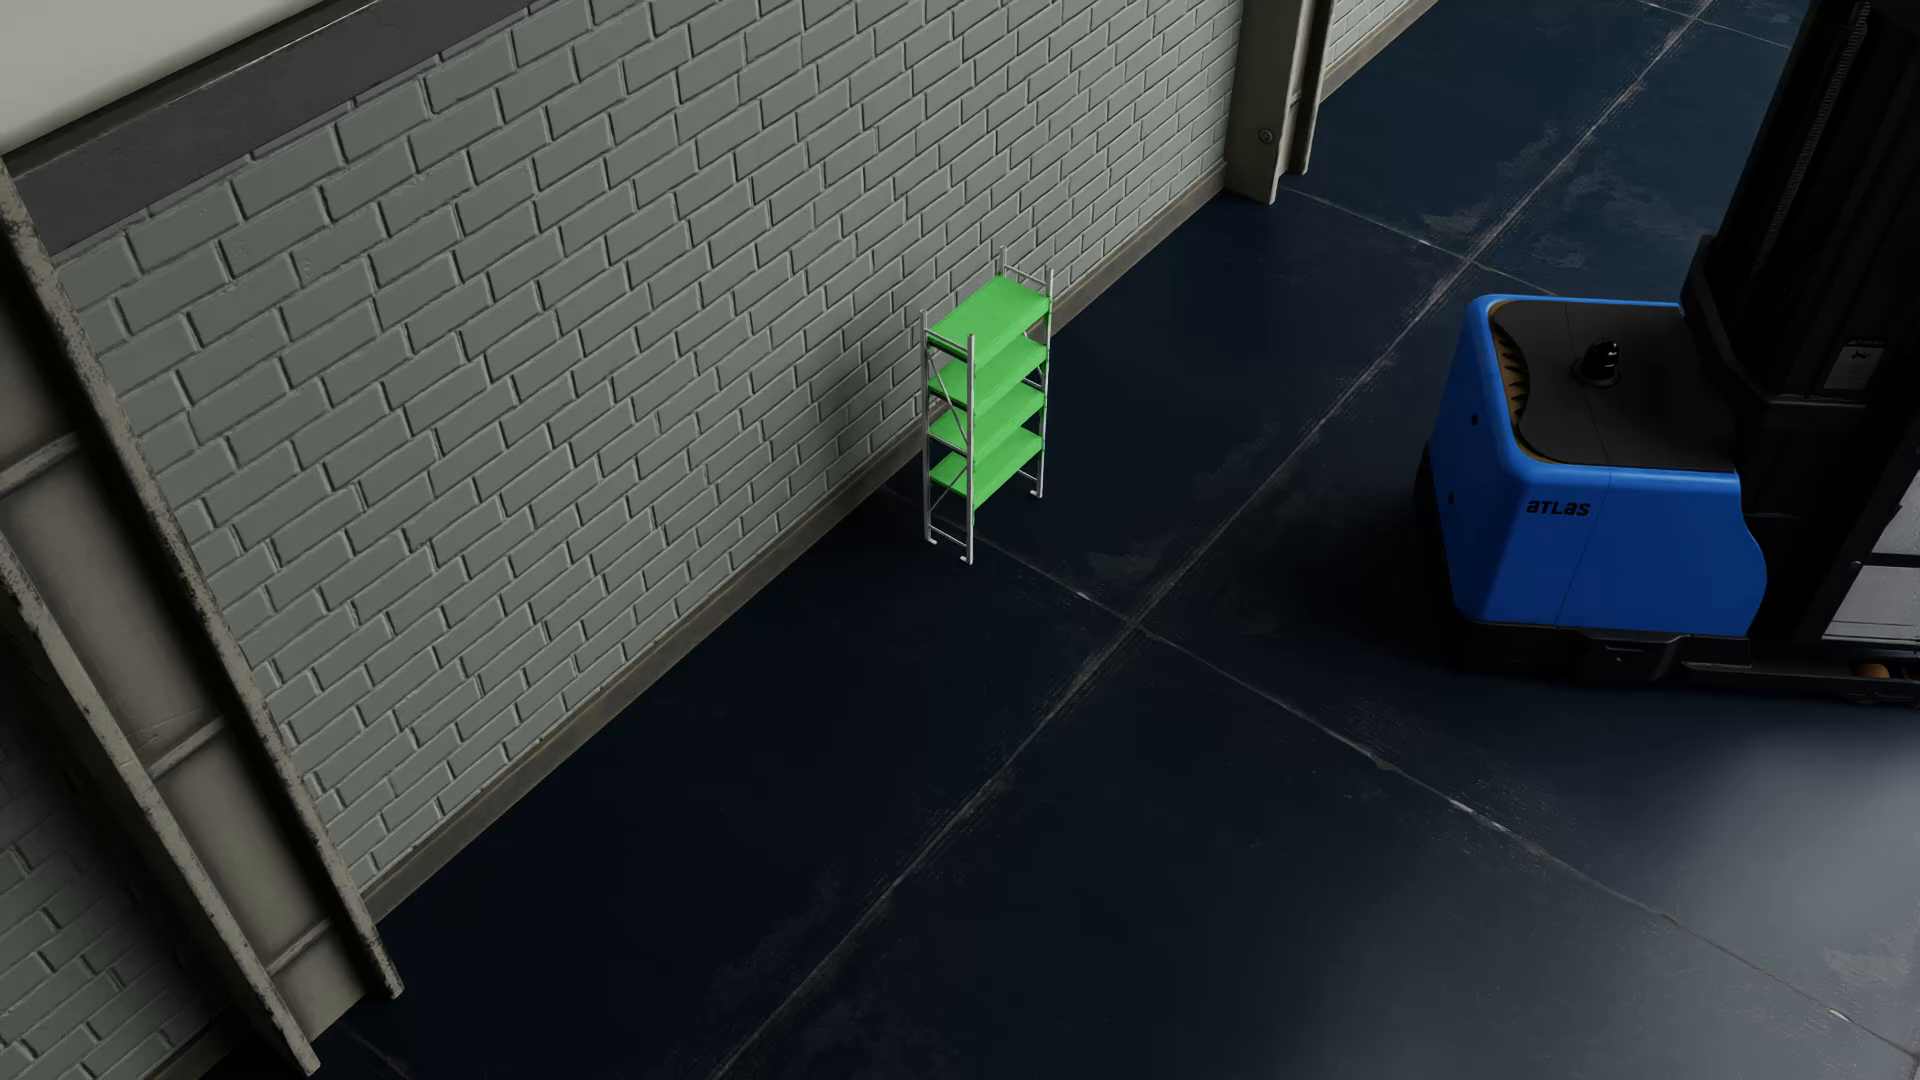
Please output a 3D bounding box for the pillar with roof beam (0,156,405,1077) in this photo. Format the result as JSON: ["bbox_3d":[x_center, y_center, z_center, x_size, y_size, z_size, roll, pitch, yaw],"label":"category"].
[{"bbox_3d":[1.331,0.323,0.383,9.100,9.000,0.400,29,53,25],"label":"pillar with roof beam"}]

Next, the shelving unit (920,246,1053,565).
[{"bbox_3d":[0.101,-0.509,6.571,0.258,1.200,0.503,29,53,25],"label":"shelving unit"}]

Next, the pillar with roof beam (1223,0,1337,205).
[{"bbox_3d":[5.000,-3.110,3.663,9.100,9.000,0.400,29,53,25],"label":"pillar with roof beam"}]

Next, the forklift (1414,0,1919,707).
[{"bbox_3d":[3.391,-0.782,5.635,3.031,2.935,1.130,3,46,3],"label":"forklift"}]

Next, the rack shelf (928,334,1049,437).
[{"bbox_3d":[0.101,-0.631,6.444,0.258,0.148,0.480,29,53,25],"label":"rack shelf"}]

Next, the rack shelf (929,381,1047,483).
[{"bbox_3d":[0.101,-0.465,6.618,0.258,0.148,0.480,29,53,25],"label":"rack shelf"}]

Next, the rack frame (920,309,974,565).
[{"bbox_3d":[-0.048,-0.370,6.438,0.240,1.200,0.015,29,53,25],"label":"rack frame"}]

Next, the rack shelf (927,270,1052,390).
[{"bbox_3d":[0.101,-0.797,6.270,0.258,0.148,0.480,29,53,25],"label":"rack shelf"}]

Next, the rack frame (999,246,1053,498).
[{"bbox_3d":[0.250,-0.649,6.705,0.240,1.200,0.015,29,53,25],"label":"rack frame"}]

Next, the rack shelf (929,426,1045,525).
[{"bbox_3d":[0.101,-0.299,6.791,0.258,0.148,0.480,29,53,25],"label":"rack shelf"}]
